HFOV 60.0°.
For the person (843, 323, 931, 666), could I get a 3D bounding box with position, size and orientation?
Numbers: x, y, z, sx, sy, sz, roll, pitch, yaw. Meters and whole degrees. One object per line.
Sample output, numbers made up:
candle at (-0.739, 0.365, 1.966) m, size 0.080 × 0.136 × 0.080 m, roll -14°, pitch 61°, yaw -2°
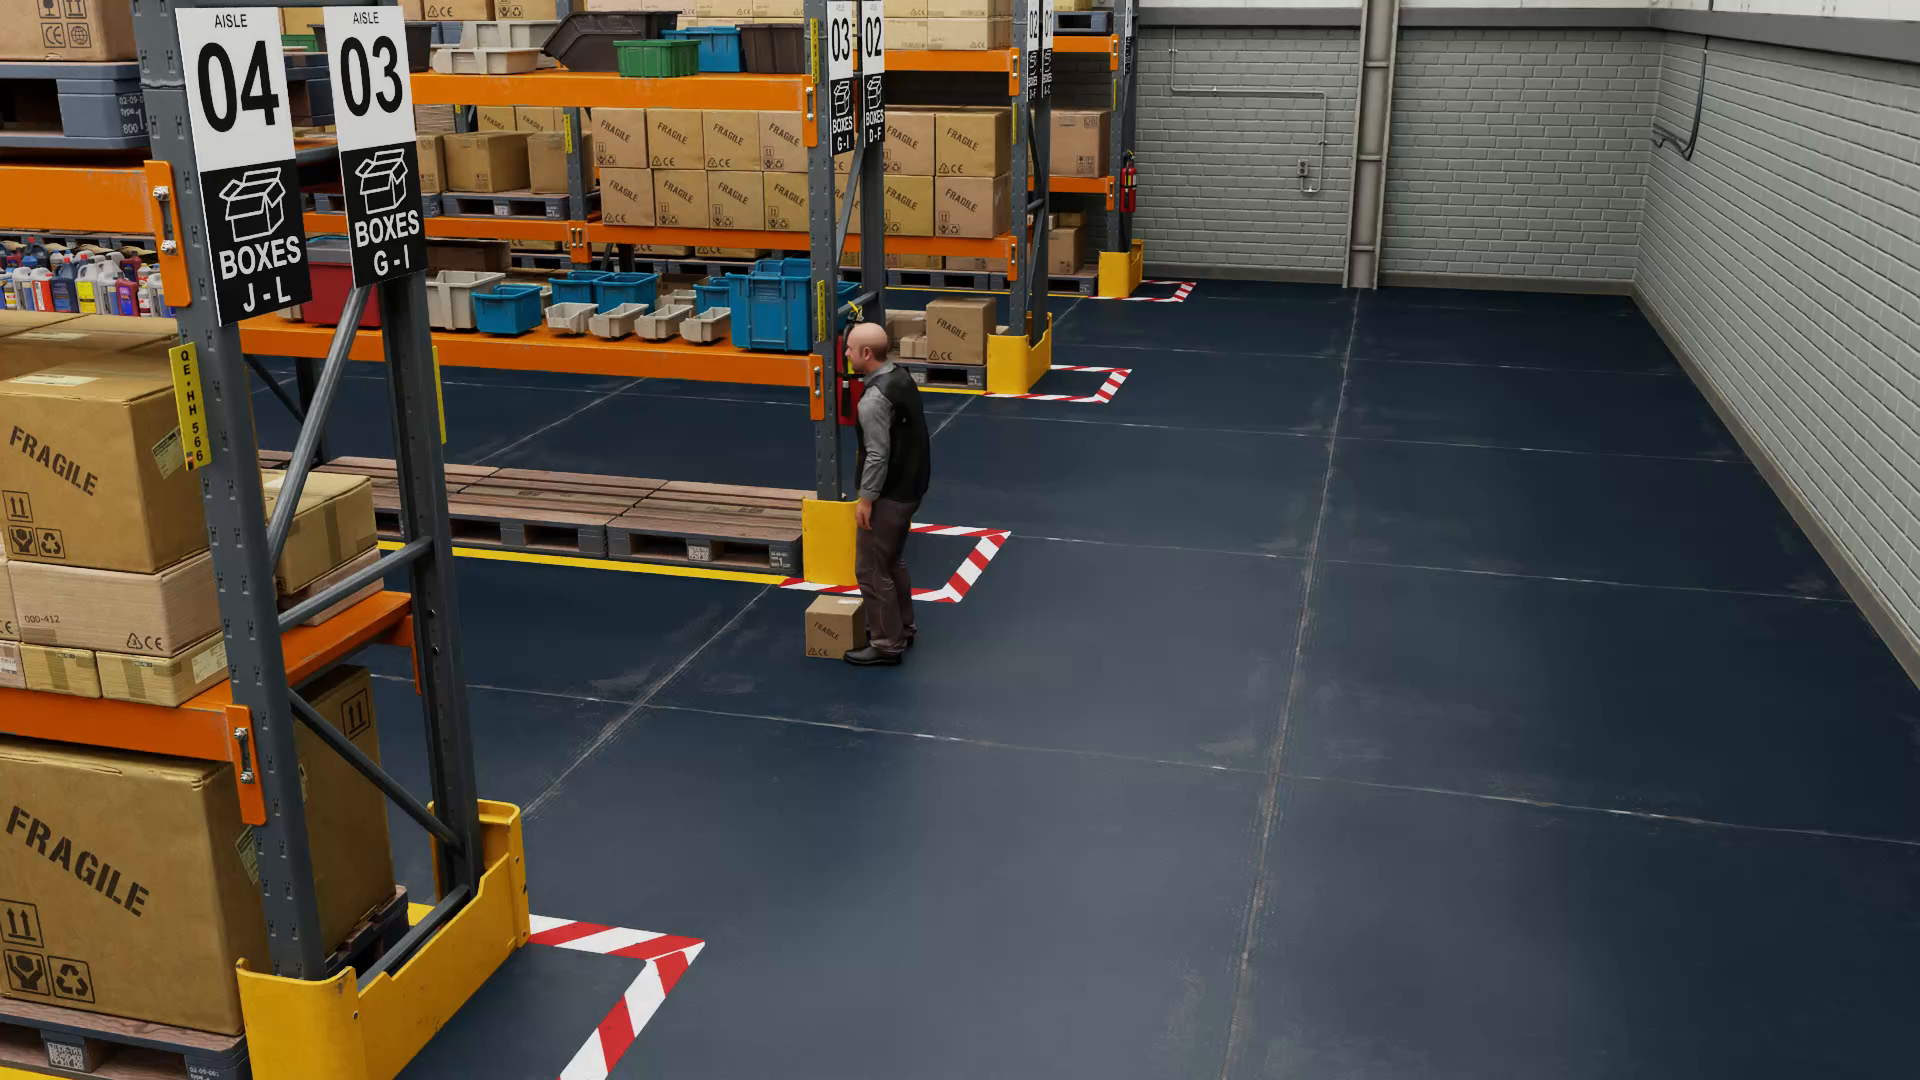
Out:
person at (-0.361, -0.231, 8.300) m, size 0.420 × 1.720 × 0.579 m, roll 4°, pitch 19°, yaw 13°
